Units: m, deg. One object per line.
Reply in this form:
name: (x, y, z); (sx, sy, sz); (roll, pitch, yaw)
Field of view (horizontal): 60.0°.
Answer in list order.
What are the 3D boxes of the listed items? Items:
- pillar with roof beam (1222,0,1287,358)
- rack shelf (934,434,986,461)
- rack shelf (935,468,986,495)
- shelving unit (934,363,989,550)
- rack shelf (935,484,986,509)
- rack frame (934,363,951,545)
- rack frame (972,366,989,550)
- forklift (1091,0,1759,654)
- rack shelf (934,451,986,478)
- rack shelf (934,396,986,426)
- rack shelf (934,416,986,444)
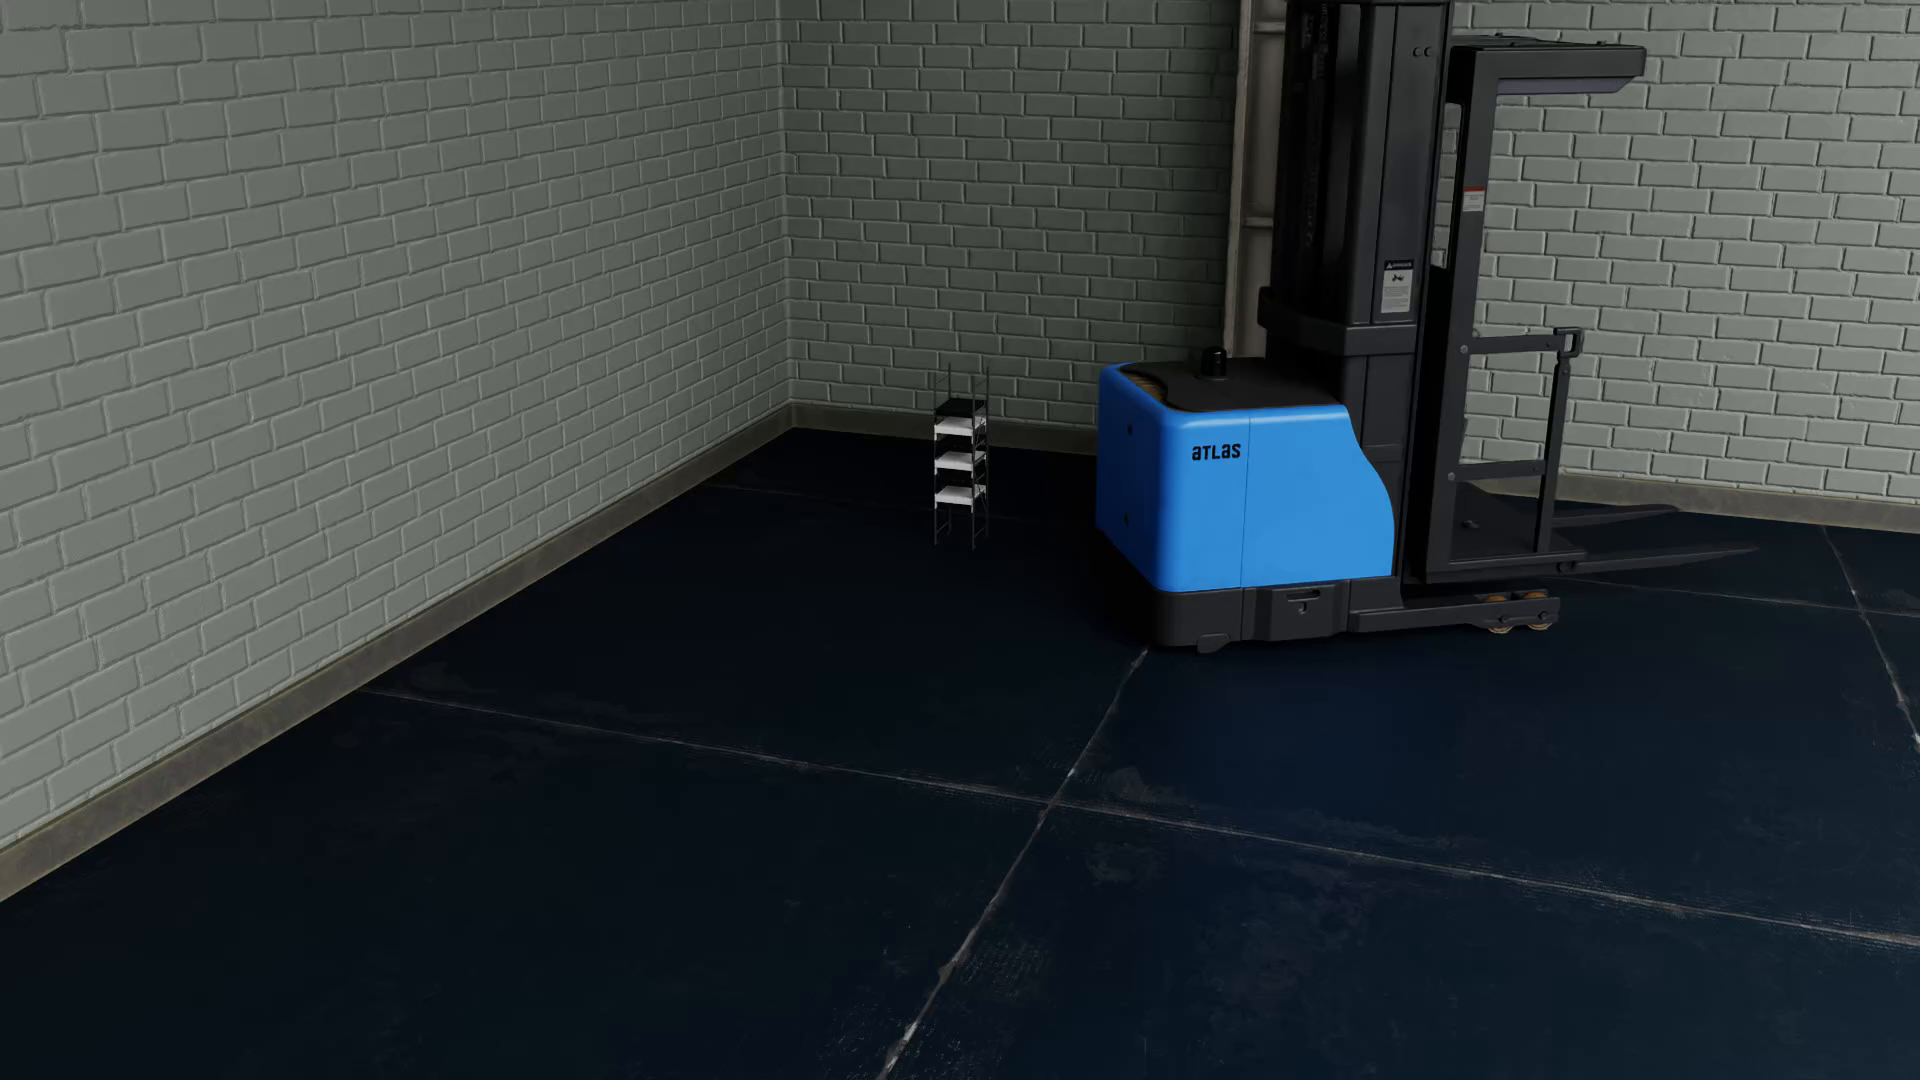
pillar with roof beam: (0.288, -3.278, 4.307); (0.400, 9.000, 9.100); (7, 20, 18)
rack shelf: (0.008, -0.478, 8.407); (0.200, 0.077, 0.258); (7, 20, 18)
rack shelf: (0.008, -0.308, 8.466); (0.200, 0.077, 0.258); (7, 20, 18)
shelving unit: (0.008, -0.424, 8.426); (0.210, 0.900, 0.258); (7, 20, 18)
rack shelf: (0.008, -0.223, 8.496); (0.200, 0.077, 0.258); (7, 20, 18)
rack frame: (-0.088, -0.435, 8.457); (0.006, 0.900, 0.240); (7, 20, 18)
rack frame: (0.104, -0.413, 8.394); (0.006, 0.900, 0.240); (7, 20, 18)
forklift: (2.196, -1.133, 7.373); (3.031, 2.935, 1.130); (-4, 20, -12)
rack shelf: (0.008, -0.393, 8.437); (0.200, 0.077, 0.258); (7, 20, 18)
rack shelf: (0.008, -0.648, 8.348); (0.200, 0.077, 0.258); (7, 20, 18)
rack shelf: (0.008, -0.563, 8.377); (0.200, 0.077, 0.258); (7, 20, 18)
